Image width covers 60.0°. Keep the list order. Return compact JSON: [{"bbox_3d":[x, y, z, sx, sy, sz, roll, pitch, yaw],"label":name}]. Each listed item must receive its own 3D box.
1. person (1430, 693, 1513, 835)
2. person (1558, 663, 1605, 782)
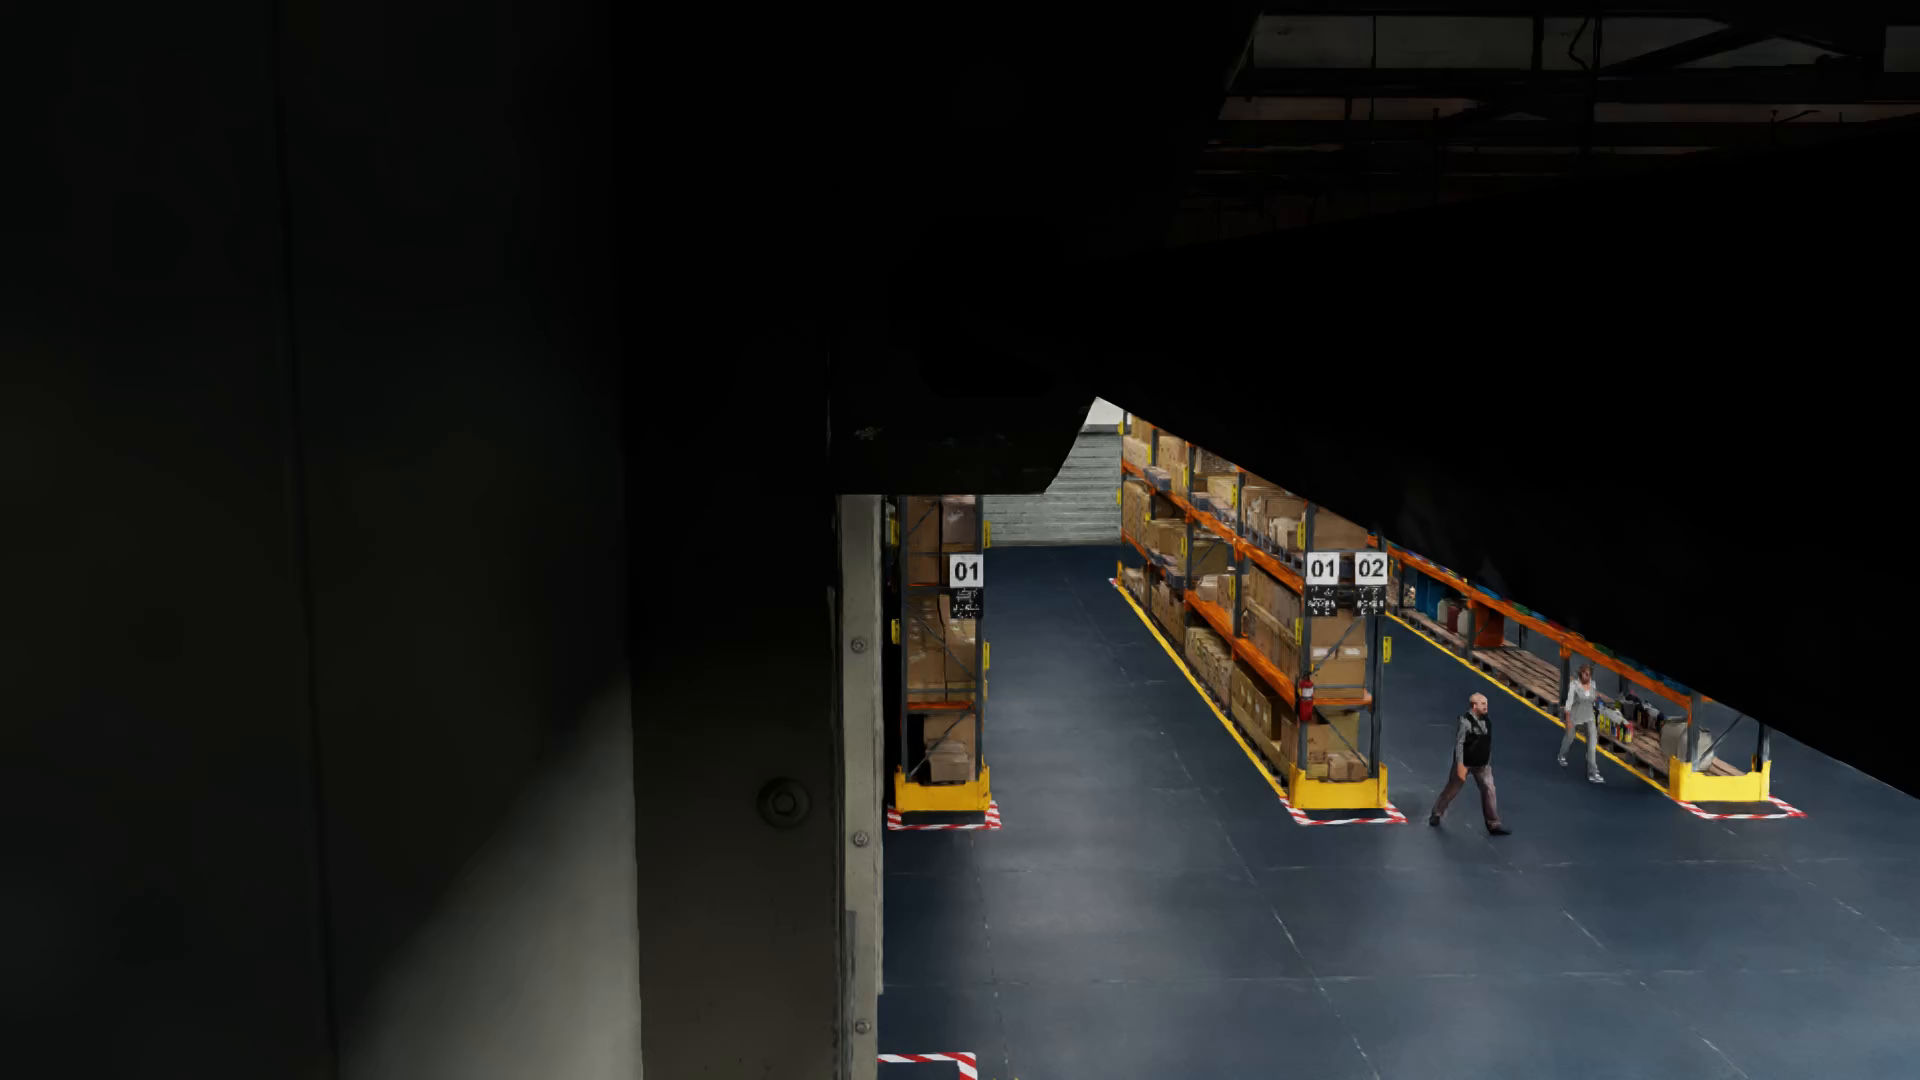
[{"bbox_3d":[6.010,2.625,19.579,0.588,1.695,0.930,-5,10,-28],"label":"person"},{"bbox_3d":[8.166,2.353,21.900,0.417,1.517,1.036,0,8,0],"label":"person"}]
